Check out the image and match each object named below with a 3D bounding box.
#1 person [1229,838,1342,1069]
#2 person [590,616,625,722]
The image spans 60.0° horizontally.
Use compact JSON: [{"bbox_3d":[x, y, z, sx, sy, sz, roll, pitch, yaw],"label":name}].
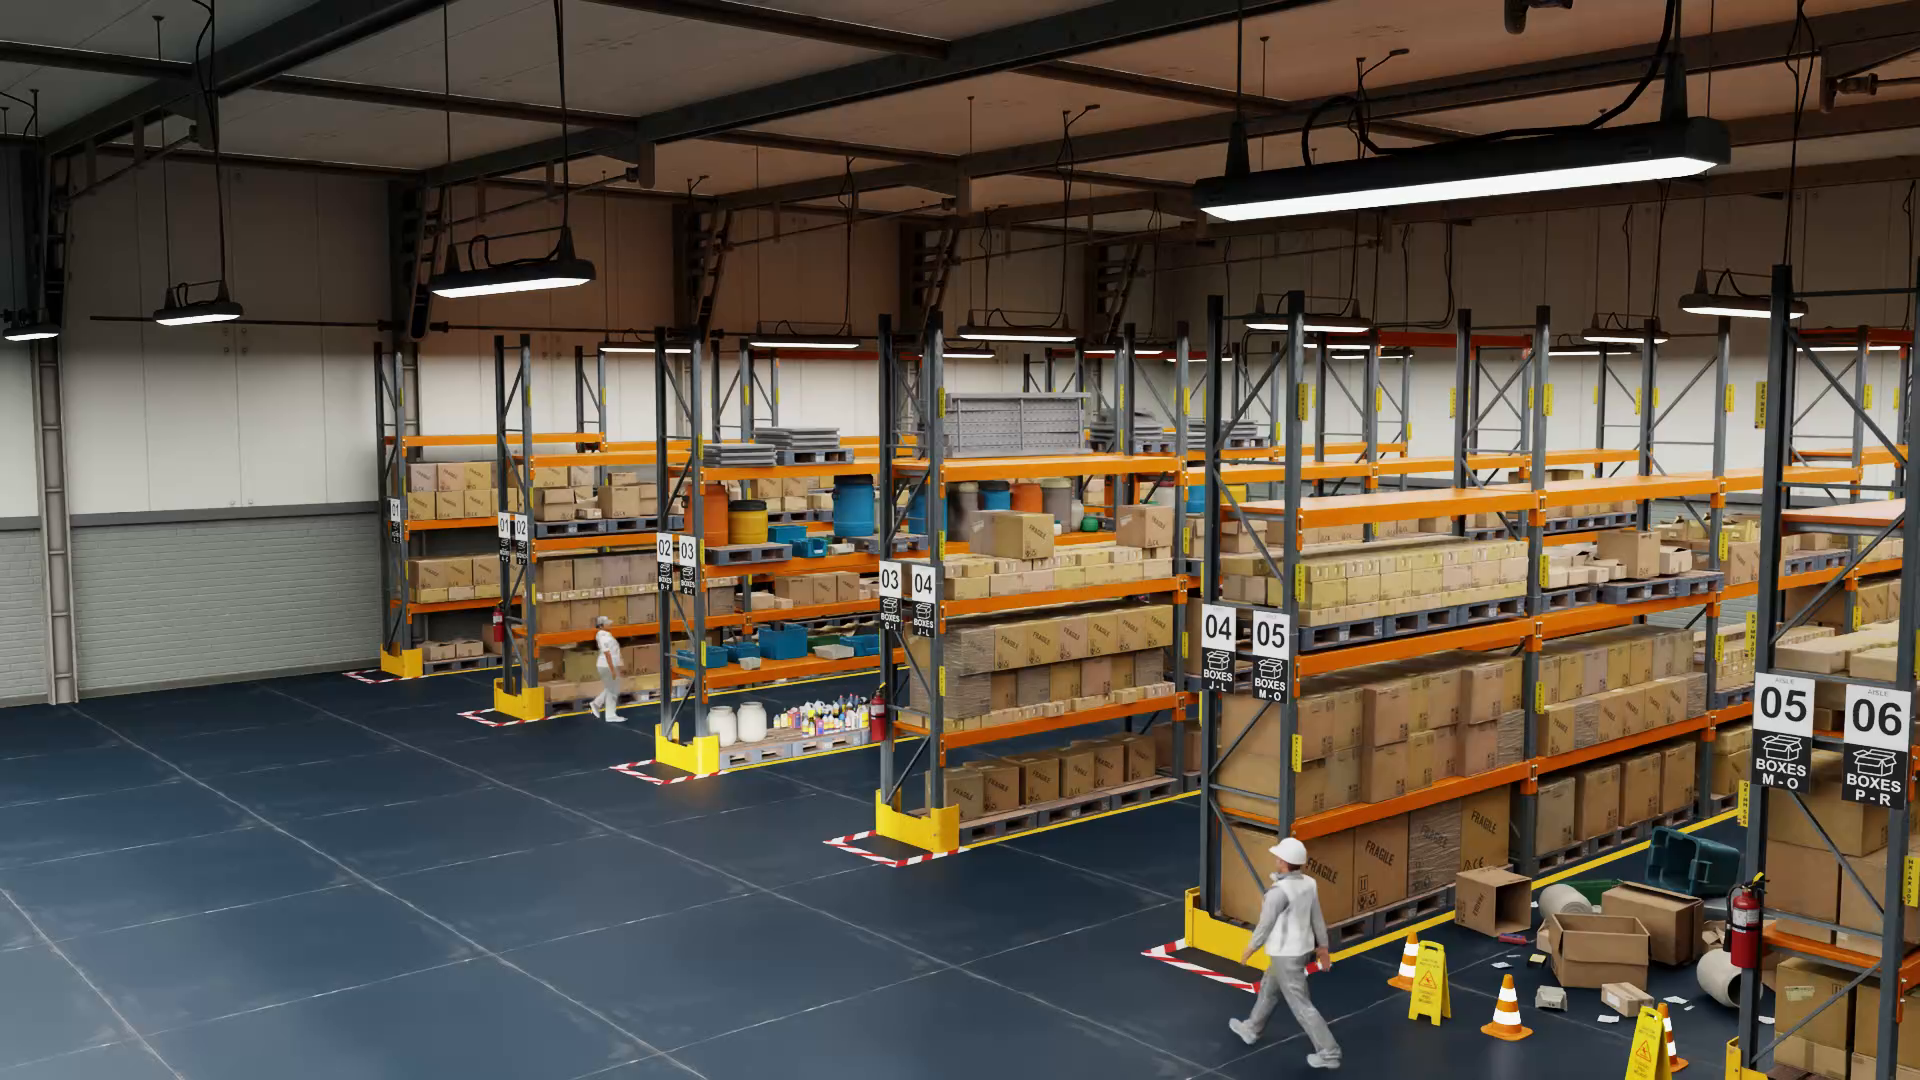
[{"bbox_3d":[2.478,3.138,12.773,1.057,1.726,0.524,3,6,34],"label":"person"},{"bbox_3d":[-5.460,1.991,25.710,0.526,1.650,0.502,-1,5,-14],"label":"person"}]
